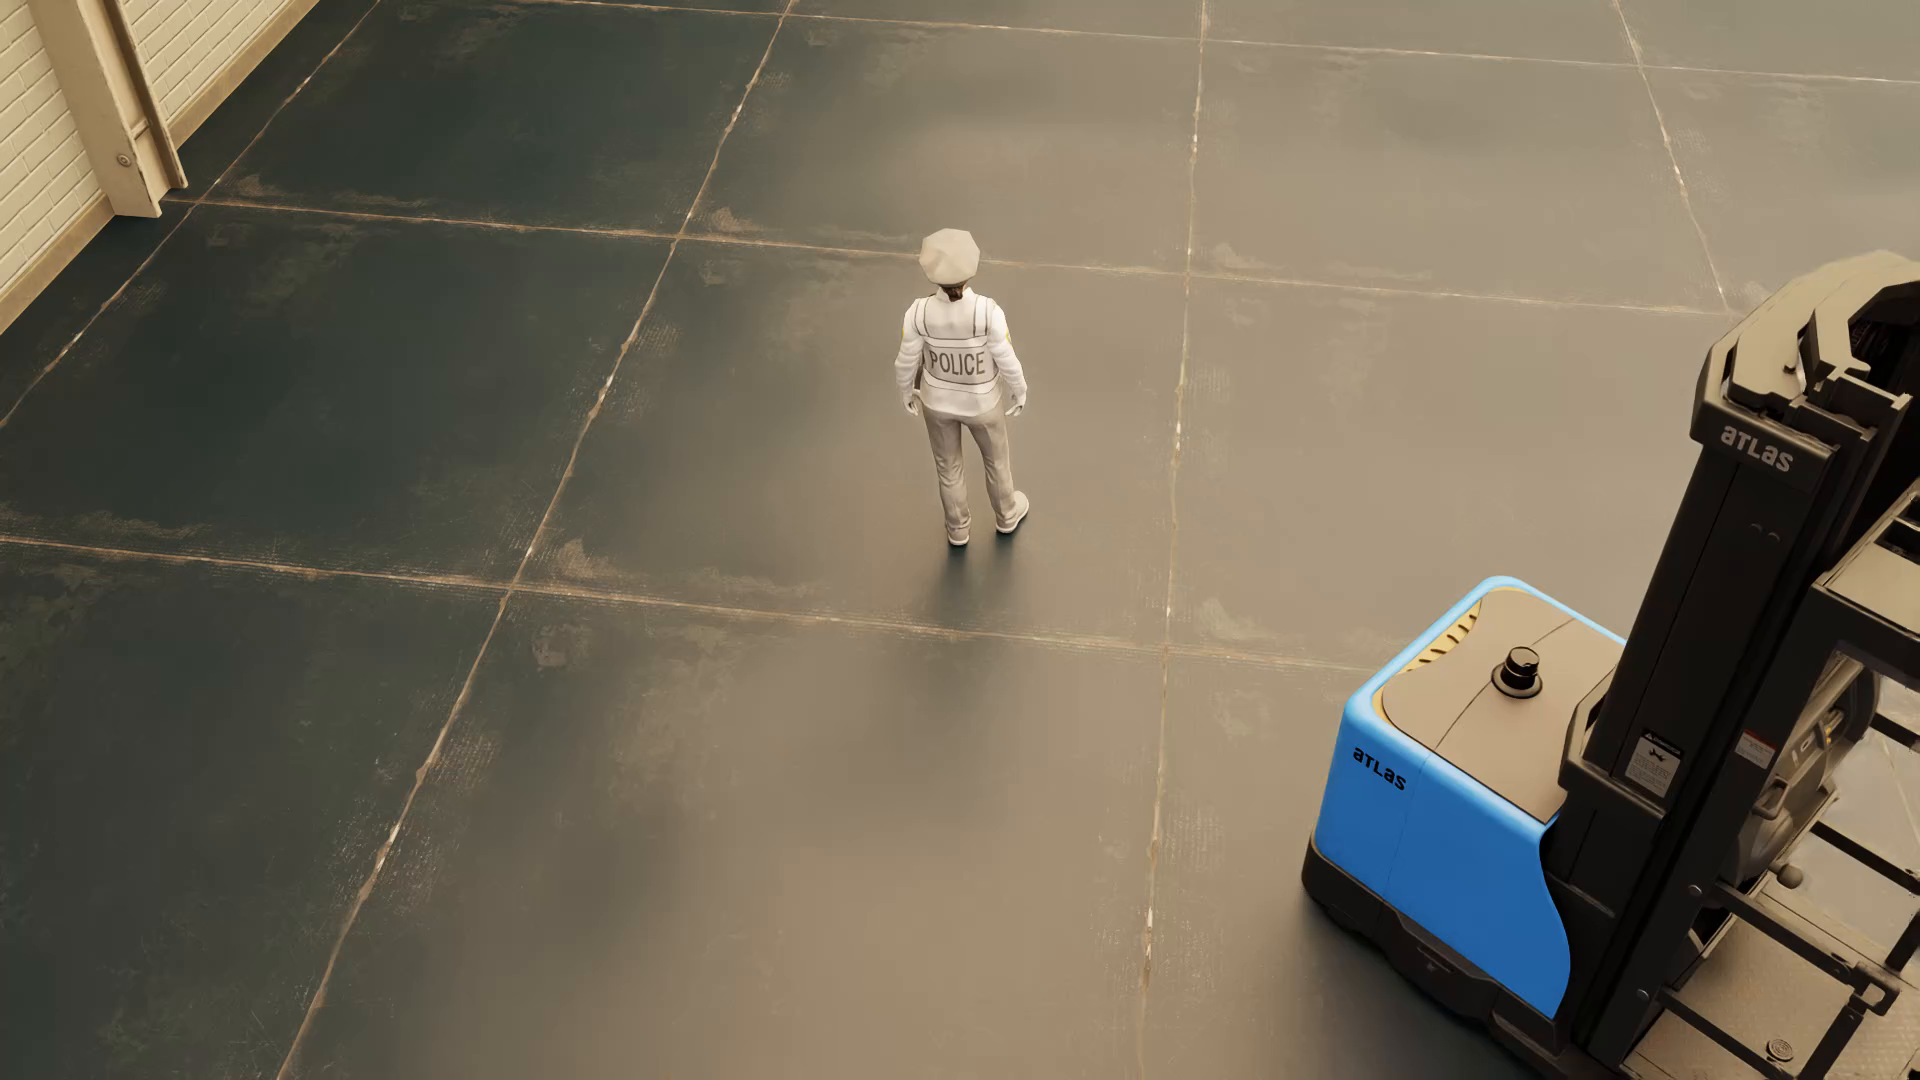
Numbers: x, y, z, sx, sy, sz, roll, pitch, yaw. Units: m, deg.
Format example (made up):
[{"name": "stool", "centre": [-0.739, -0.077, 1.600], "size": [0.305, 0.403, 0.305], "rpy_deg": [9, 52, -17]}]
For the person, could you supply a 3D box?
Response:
[{"name": "person", "centre": [0.016, -0.675, 7.363], "size": [0.586, 1.694, 0.530], "rpy_deg": [5, 43, 6]}]

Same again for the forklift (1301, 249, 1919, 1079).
[{"name": "forklift", "centre": [2.695, 0.761, 4.896], "size": [1.130, 2.935, 3.031], "rpy_deg": [-33, 52, -31]}]
